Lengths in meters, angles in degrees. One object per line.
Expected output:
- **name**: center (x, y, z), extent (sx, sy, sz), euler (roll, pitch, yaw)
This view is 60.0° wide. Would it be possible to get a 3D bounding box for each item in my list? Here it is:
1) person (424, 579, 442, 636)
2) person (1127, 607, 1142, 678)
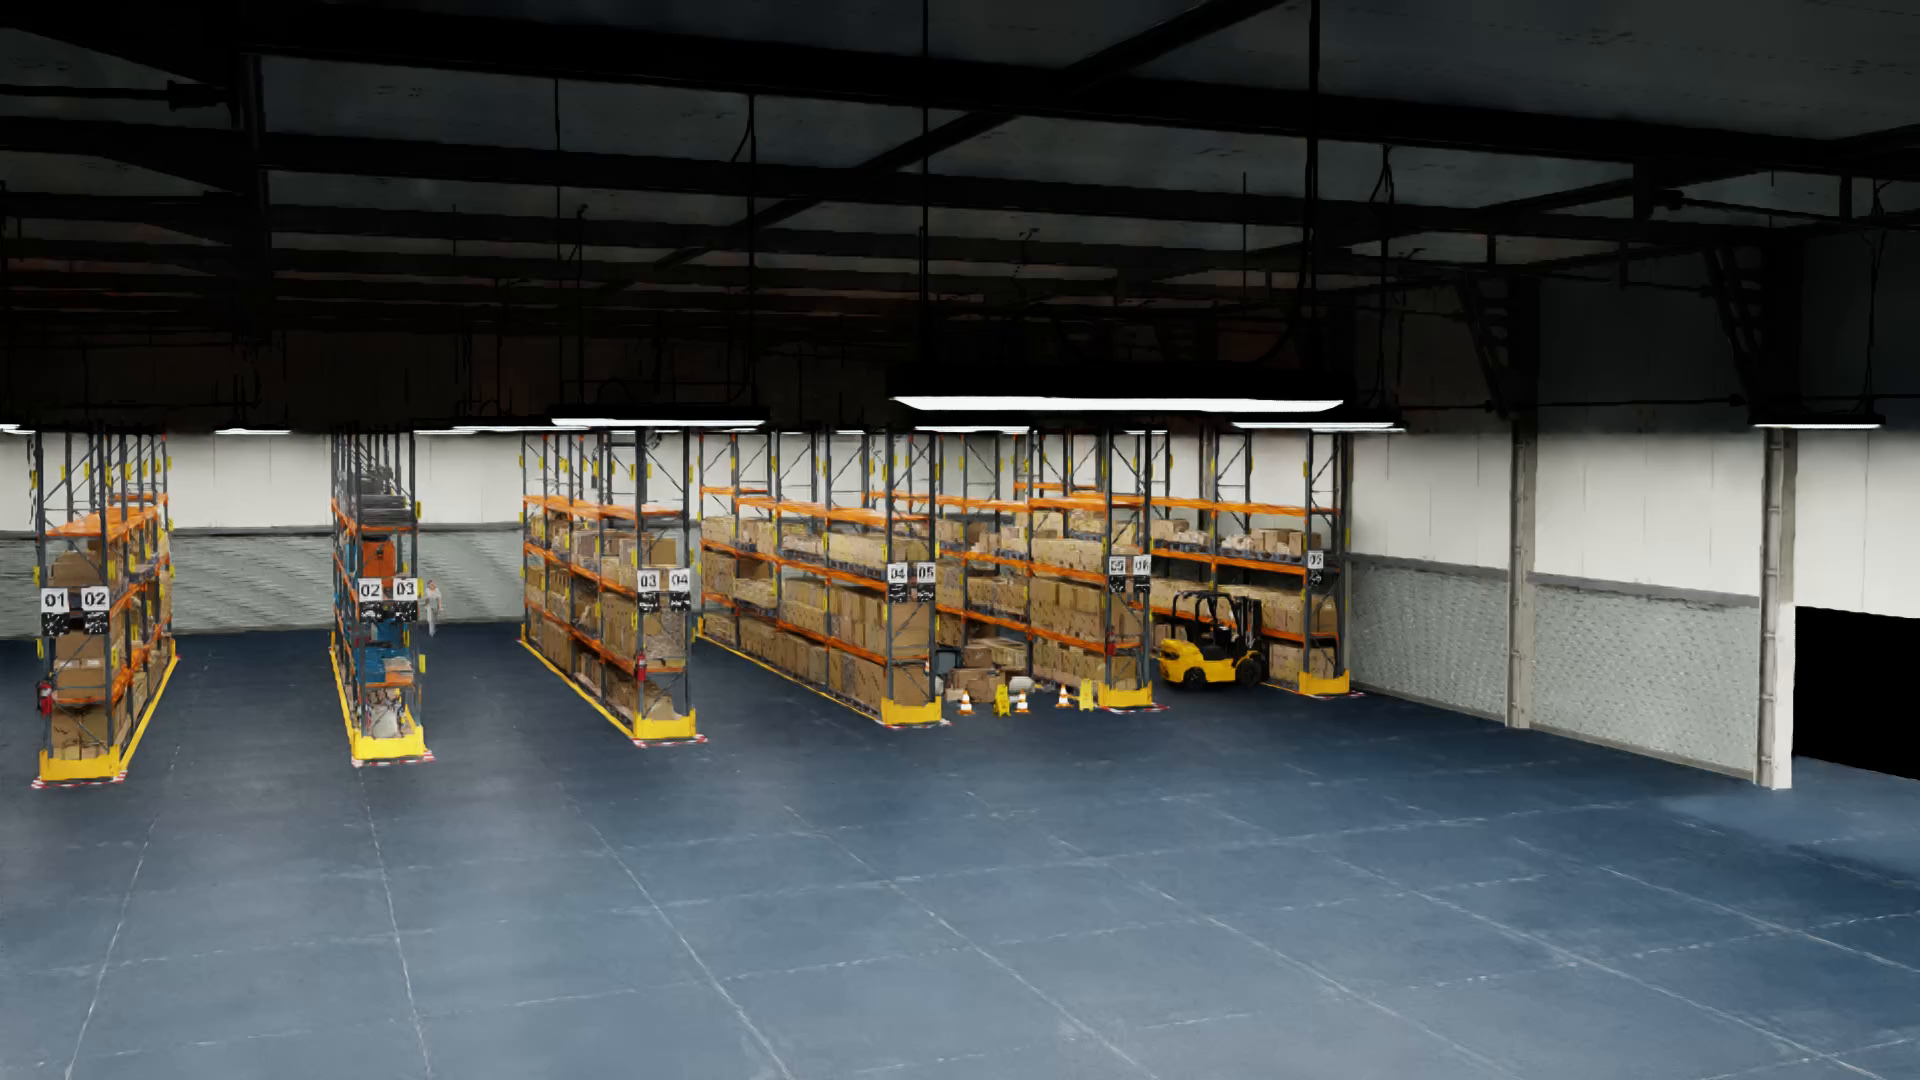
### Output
- **person**: center (-15.133, 1.928, 47.775), extent (0.453, 1.612, 1.019), euler (-2, 4, -23)
- **person**: center (4.042, 2.422, 39.342), extent (0.511, 1.676, 0.567), euler (0, 4, 3)
